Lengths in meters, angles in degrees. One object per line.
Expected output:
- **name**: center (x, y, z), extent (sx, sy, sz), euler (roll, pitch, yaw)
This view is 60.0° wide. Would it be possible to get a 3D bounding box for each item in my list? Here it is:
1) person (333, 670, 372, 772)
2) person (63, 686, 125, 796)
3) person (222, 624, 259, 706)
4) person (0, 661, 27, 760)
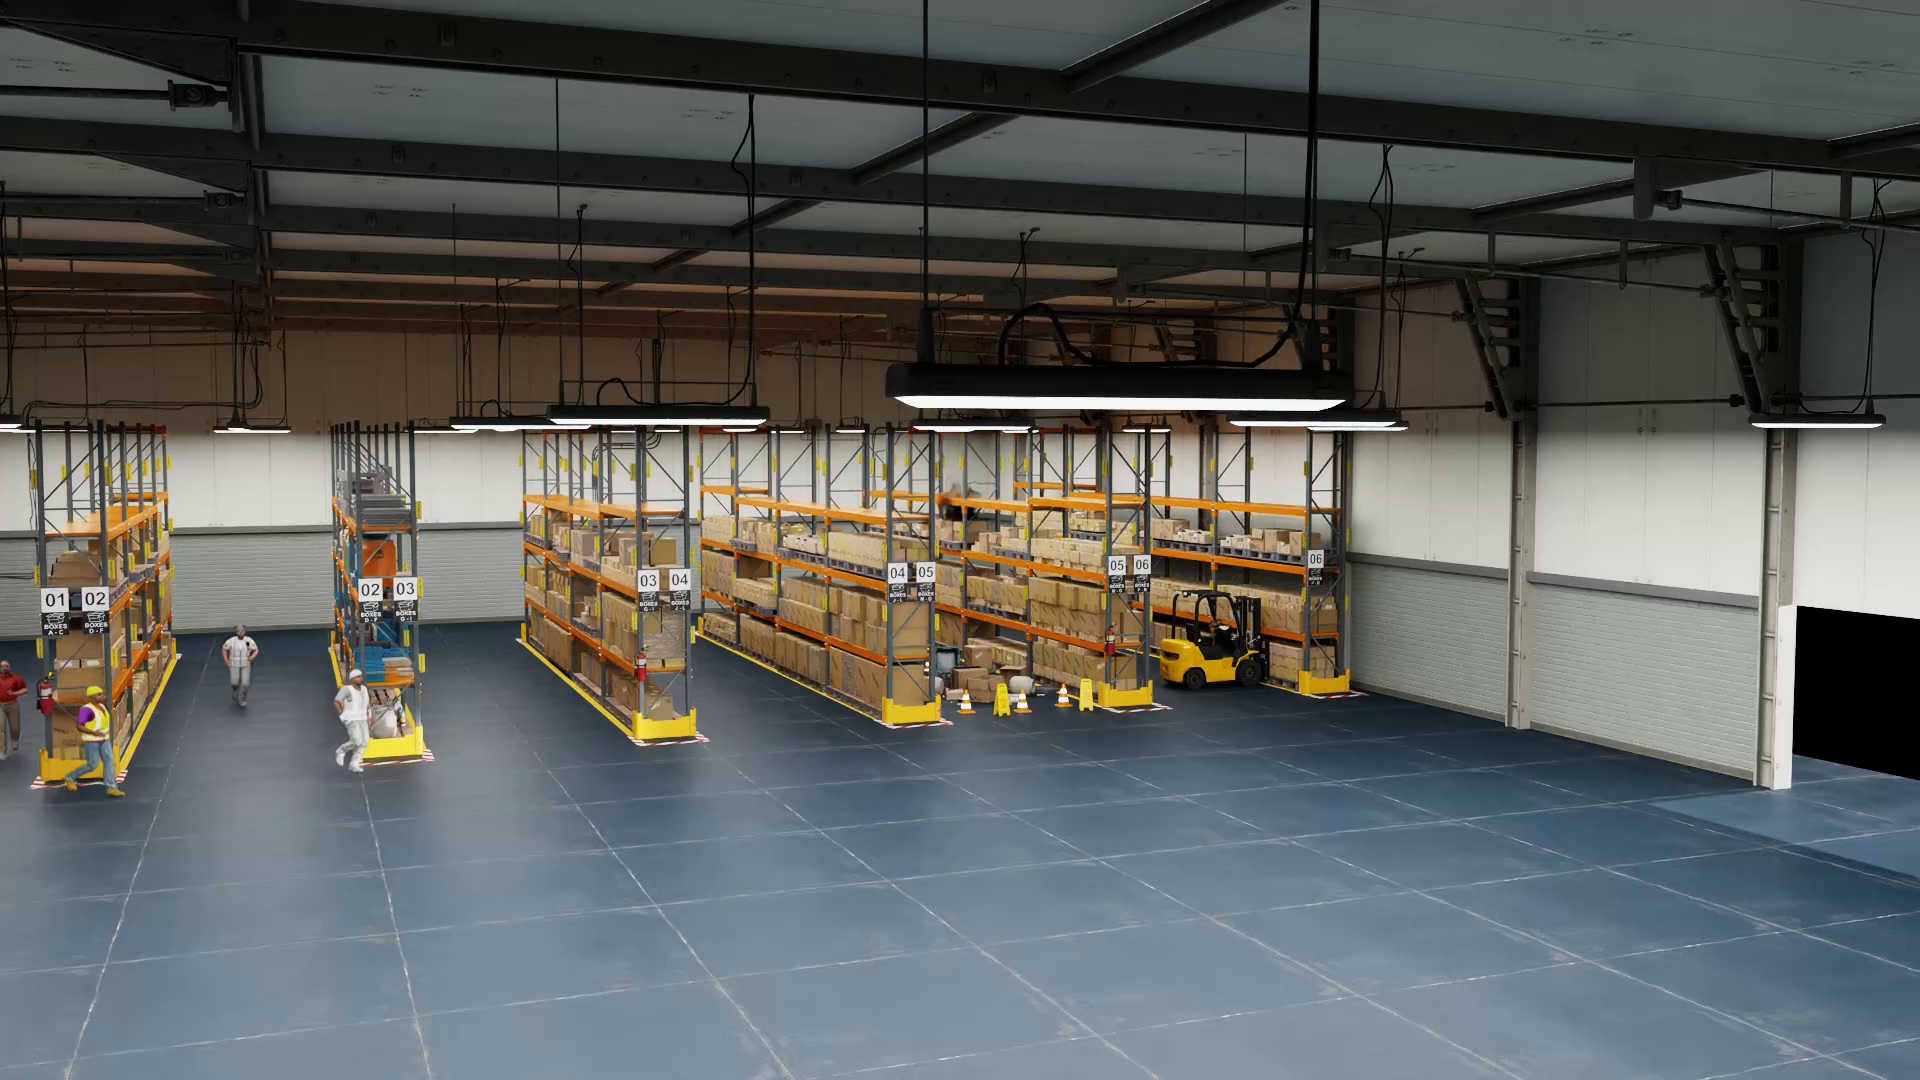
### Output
- **person**: center (-10.375, 3.089, 28.496), extent (0.559, 1.736, 0.707), euler (1, 4, 22)
- **person**: center (-13.727, 3.191, 26.417), extent (0.983, 1.757, 0.733), euler (0, 4, 5)
- **person**: center (-15.278, 2.648, 35.320), extent (0.715, 1.745, 0.572), euler (-2, 4, -25)
- **person**: center (-16.976, 2.998, 29.595), extent (0.669, 1.705, 0.980), euler (-2, 4, -27)
